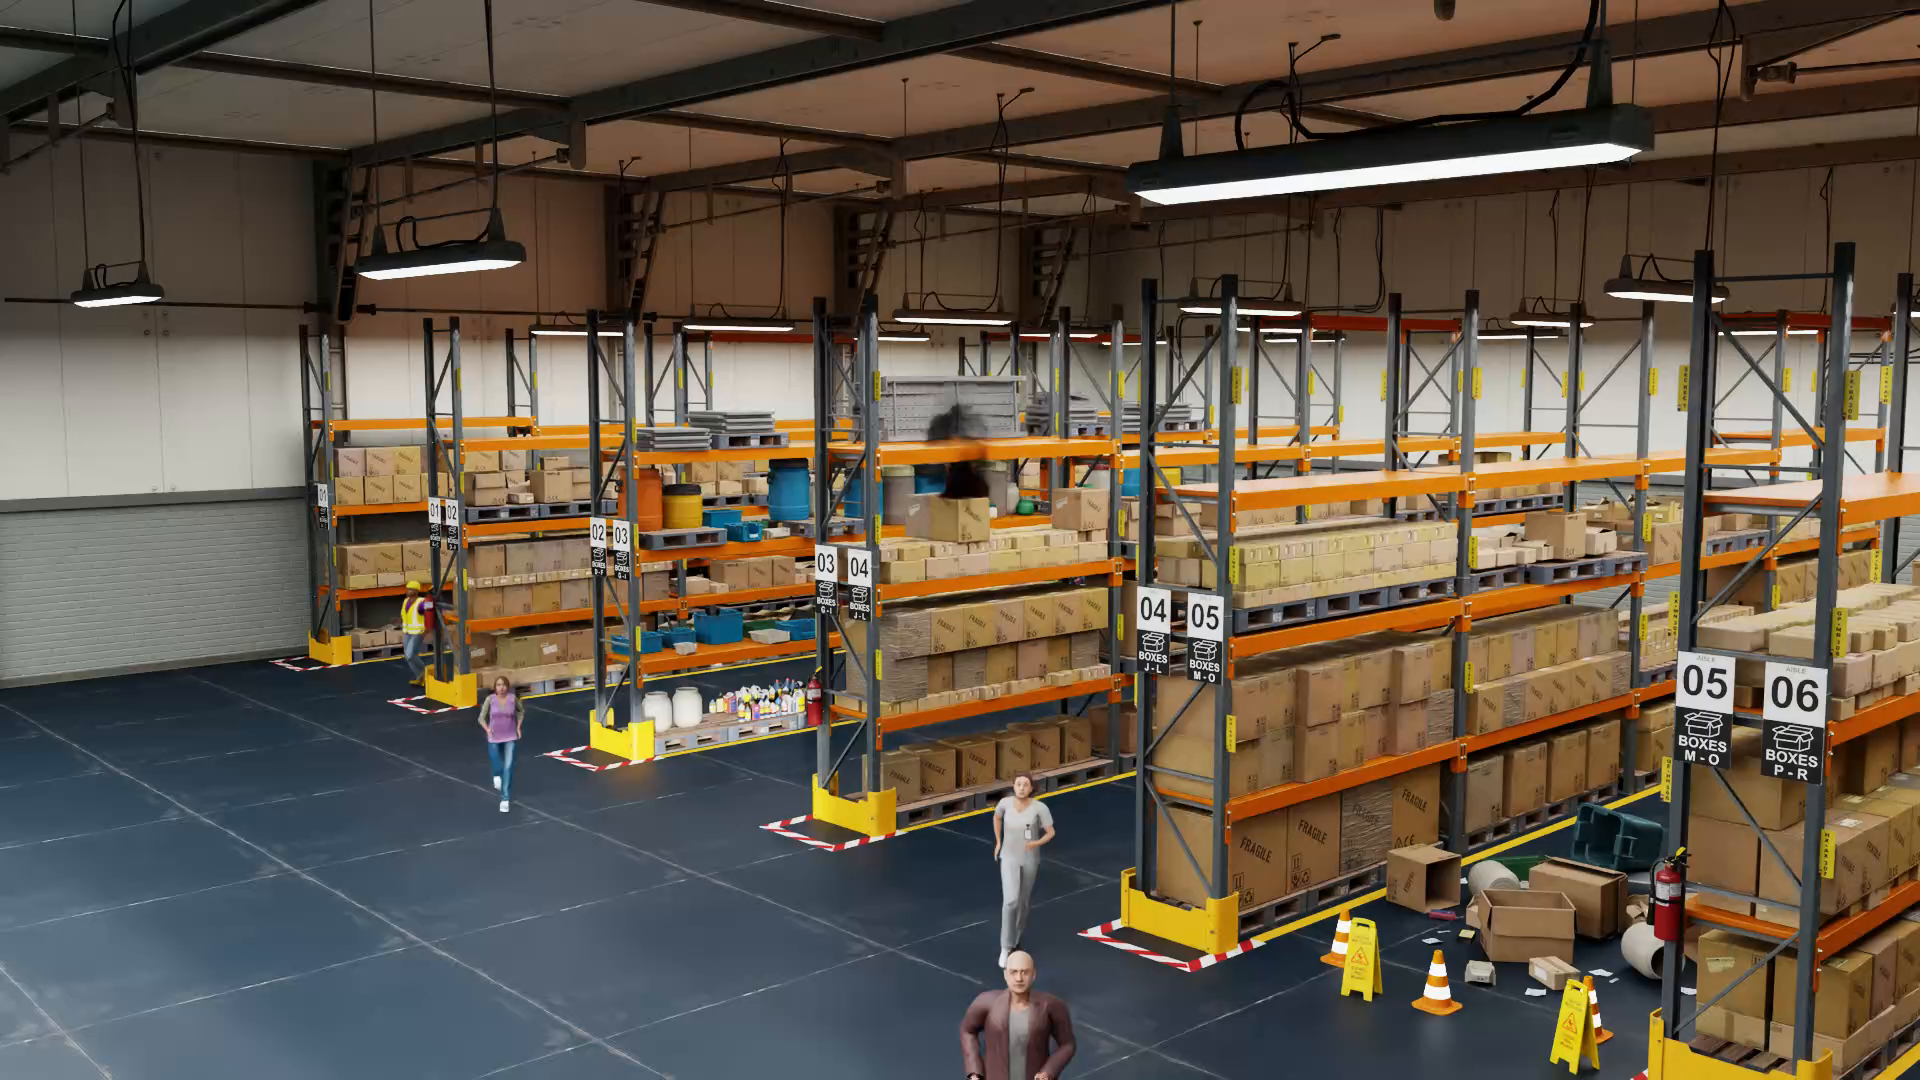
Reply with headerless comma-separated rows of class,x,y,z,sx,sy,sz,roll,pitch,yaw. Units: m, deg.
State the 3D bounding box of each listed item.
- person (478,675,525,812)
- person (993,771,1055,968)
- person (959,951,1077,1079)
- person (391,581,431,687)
person,-5.453,2.387,19.819,0.541,1.580,0.830,-2,6,-17
person,0.562,2.847,14.676,0.557,1.677,0.750,0,6,5
person,0.342,3.308,9.918,0.708,1.730,0.623,0,6,2
person,-8.972,1.544,27.241,0.702,1.744,0.588,4,7,32
